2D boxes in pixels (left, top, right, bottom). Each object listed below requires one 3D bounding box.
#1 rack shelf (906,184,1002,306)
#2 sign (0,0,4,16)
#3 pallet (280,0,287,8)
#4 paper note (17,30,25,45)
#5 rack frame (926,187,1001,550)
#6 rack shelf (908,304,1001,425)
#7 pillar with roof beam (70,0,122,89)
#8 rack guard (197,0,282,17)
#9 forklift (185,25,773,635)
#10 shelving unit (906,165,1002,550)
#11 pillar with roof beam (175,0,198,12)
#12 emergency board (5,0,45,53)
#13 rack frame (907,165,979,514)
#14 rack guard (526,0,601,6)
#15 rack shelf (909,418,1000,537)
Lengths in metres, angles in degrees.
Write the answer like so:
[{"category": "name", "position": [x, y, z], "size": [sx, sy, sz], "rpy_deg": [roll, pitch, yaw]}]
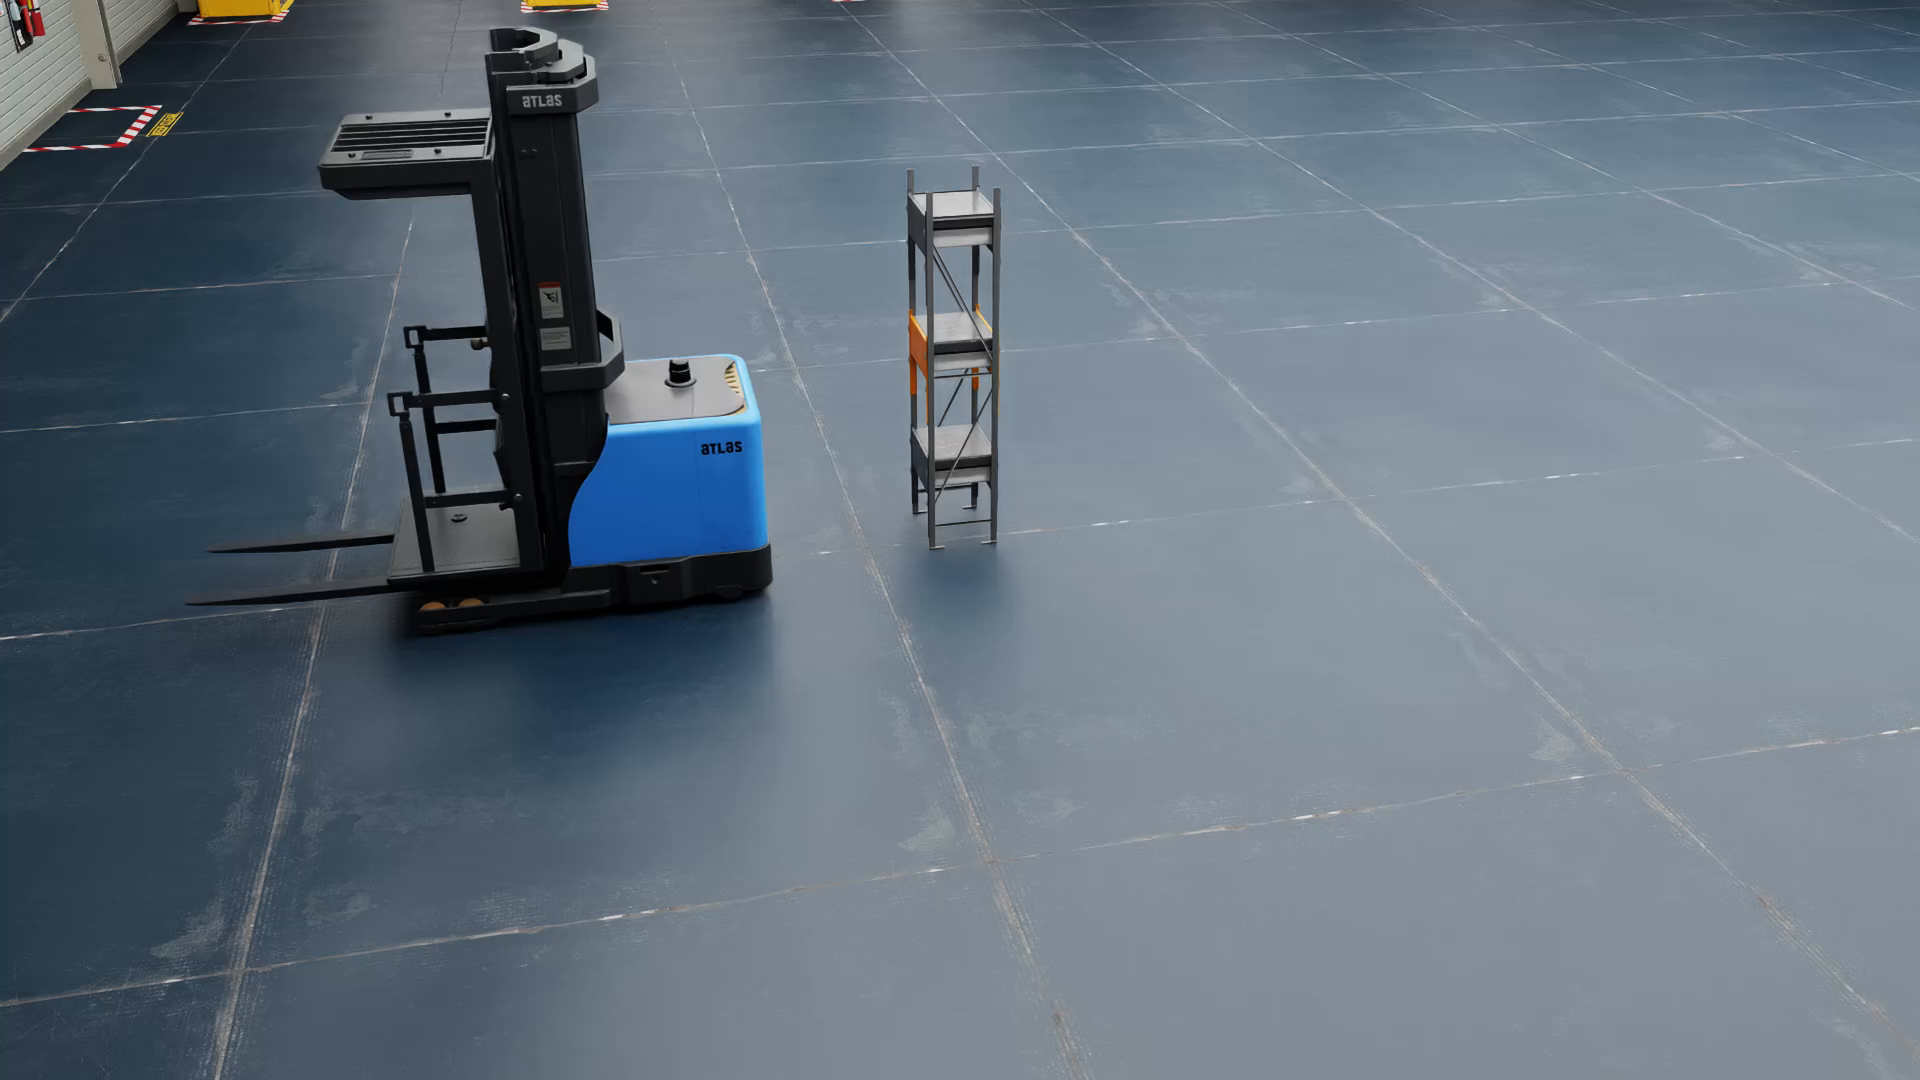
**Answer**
[{"category": "rack shelf", "position": [-0.037, -1.623, 9.112], "size": [0.431, 0.518, 0.480], "rpy_deg": [-6, 27, -12]}, {"category": "sign", "position": [-10.372, -5.821, 17.915], "size": [0.001, 0.329, 0.234], "rpy_deg": [-6, 27, -12]}, {"category": "pallet", "position": [-11.433, -8.711, 26.774], "size": [1.003, 0.211, 1.213], "rpy_deg": [-6, 27, -12]}, {"category": "paper note", "position": [-10.423, -5.581, 18.455], "size": [0.016, 0.148, 0.142], "rpy_deg": [-6, 27, -12]}, {"category": "rack frame", "position": [0.018, -0.903, 9.209], "size": [0.400, 2.100, 0.015], "rpy_deg": [-6, 27, -12]}, {"category": "rack shelf", "position": [-0.037, -0.998, 9.427], "size": [0.431, 0.518, 0.480], "rpy_deg": [-6, 27, -12]}, {"category": "pillar with roof beam", "position": [-6.721, -10.263, 20.096], "size": [9.100, 9.000, 0.400], "rpy_deg": [-6, 27, -12]}, {"category": "rack guard", "position": [-11.284, -8.479, 25.995], "size": [1.175, 0.500, 0.348], "rpy_deg": [-6, 27, -12]}, {"category": "forklift", "position": [-2.603, -1.071, 8.619], "size": [3.031, 2.935, 1.130], "rpy_deg": [-6, 27, -11]}, {"category": "shelving unit", "position": [-0.037, -1.010, 9.421], "size": [0.431, 2.100, 0.503], "rpy_deg": [-6, 27, -12]}, {"category": "pillar with roof beam", "position": [-8.073, -12.897, 25.315], "size": [9.100, 9.000, 0.400], "rpy_deg": [-6, 27, -12]}, {"category": "emergency board", "position": [-10.396, -6.059, 18.425], "size": [0.194, 1.169, 0.643], "rpy_deg": [-6, 27, -12]}, {"category": "rack frame", "position": [-0.092, -1.117, 9.633], "size": [0.400, 2.100, 0.015], "rpy_deg": [-6, 27, -12]}, {"category": "rack guard", "position": [-6.436, -8.940, 26.908], "size": [1.175, 0.500, 0.348], "rpy_deg": [-6, 27, -12]}, {"category": "rack shelf", "position": [-0.037, -0.373, 9.742], "size": [0.431, 0.518, 0.480], "rpy_deg": [-6, 27, -12]}]
